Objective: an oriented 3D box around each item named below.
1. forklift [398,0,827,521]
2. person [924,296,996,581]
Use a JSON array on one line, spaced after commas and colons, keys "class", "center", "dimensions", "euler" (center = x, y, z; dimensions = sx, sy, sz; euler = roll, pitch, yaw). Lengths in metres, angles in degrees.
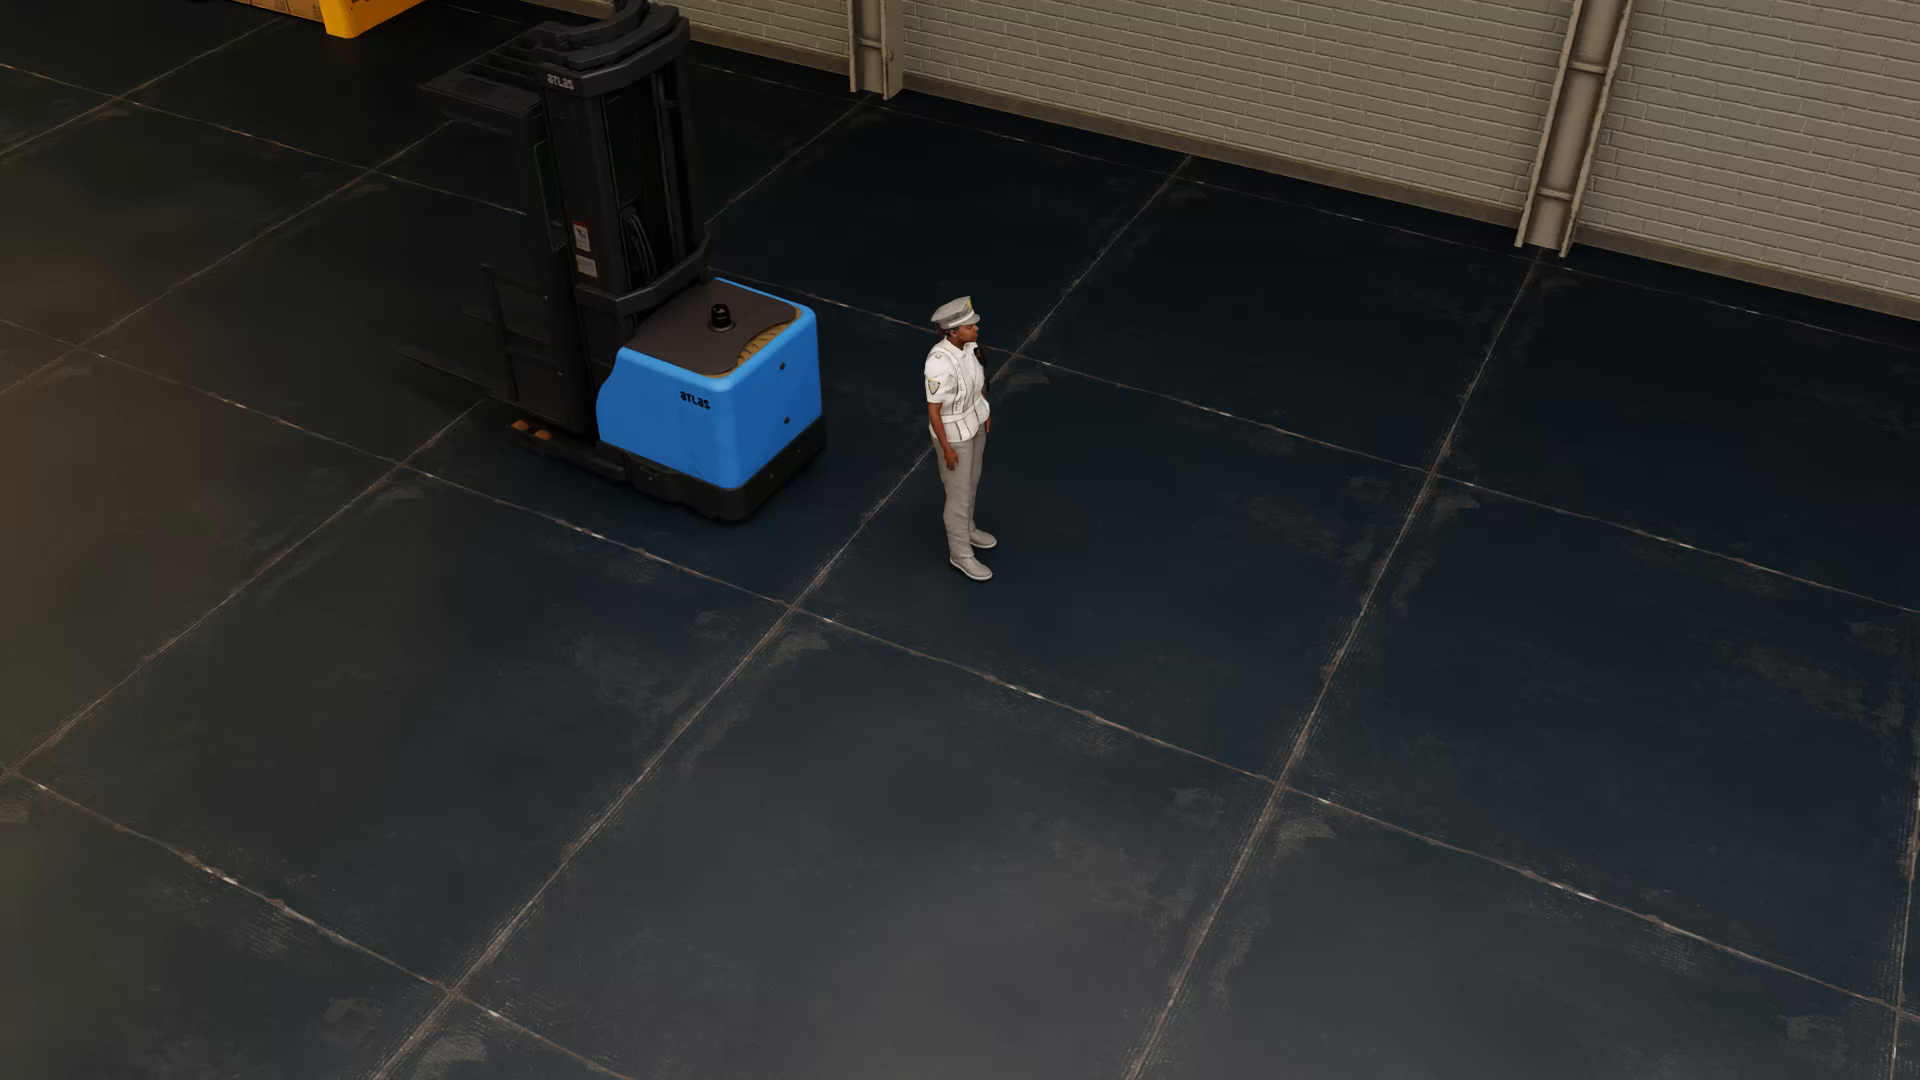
[{"class": "forklift", "center": [-2.407, -1.948, 10.300], "dimensions": [3.031, 2.935, 1.130], "euler": [21, 44, 23]}, {"class": "person", "center": [0.058, -0.620, 9.672], "dimensions": [0.528, 1.694, 0.570], "euler": [18, 43, 21]}]
